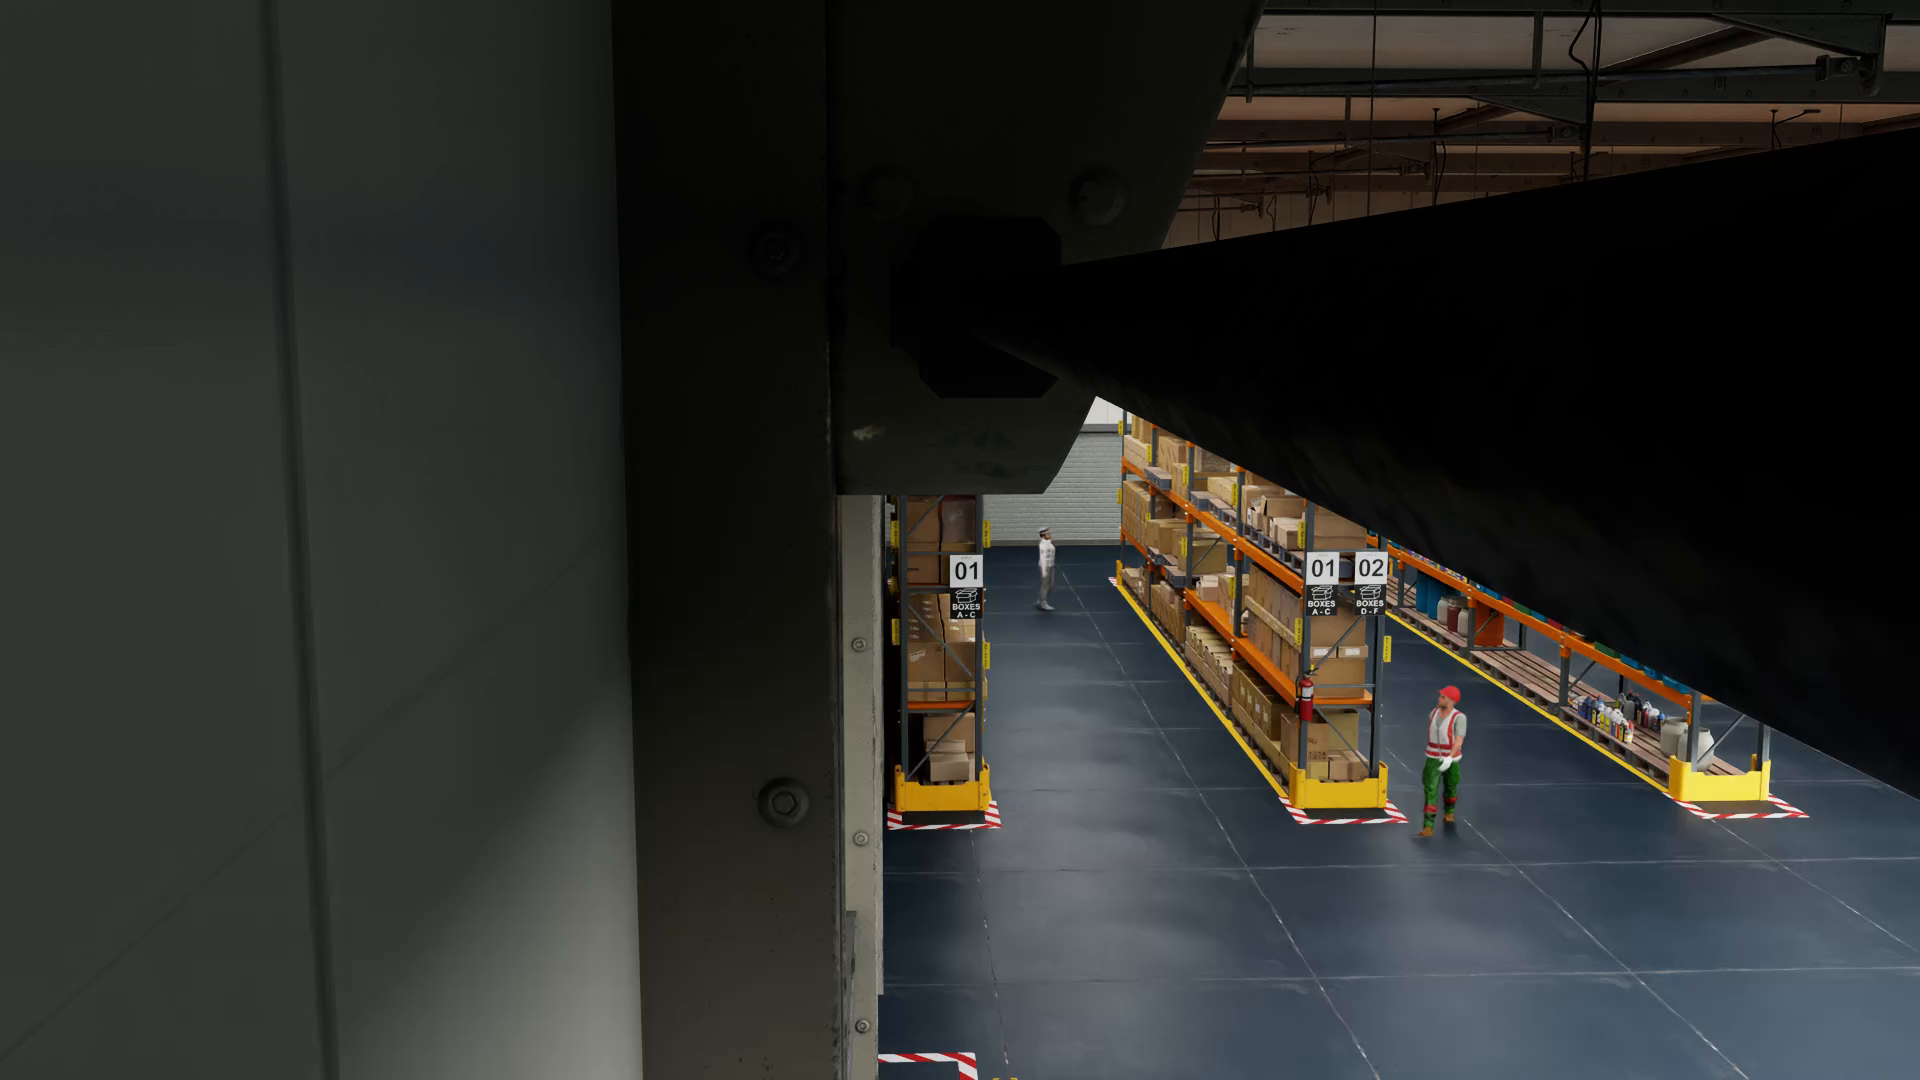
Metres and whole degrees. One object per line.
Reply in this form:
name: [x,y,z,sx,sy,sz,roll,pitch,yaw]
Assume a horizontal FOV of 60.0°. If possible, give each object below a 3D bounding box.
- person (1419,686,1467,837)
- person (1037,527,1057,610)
person: [5.700,2.583,19.584,0.480,1.731,1.051,3,9,19]
person: [1.733,0.560,33.567,0.425,1.689,0.540,4,9,24]
